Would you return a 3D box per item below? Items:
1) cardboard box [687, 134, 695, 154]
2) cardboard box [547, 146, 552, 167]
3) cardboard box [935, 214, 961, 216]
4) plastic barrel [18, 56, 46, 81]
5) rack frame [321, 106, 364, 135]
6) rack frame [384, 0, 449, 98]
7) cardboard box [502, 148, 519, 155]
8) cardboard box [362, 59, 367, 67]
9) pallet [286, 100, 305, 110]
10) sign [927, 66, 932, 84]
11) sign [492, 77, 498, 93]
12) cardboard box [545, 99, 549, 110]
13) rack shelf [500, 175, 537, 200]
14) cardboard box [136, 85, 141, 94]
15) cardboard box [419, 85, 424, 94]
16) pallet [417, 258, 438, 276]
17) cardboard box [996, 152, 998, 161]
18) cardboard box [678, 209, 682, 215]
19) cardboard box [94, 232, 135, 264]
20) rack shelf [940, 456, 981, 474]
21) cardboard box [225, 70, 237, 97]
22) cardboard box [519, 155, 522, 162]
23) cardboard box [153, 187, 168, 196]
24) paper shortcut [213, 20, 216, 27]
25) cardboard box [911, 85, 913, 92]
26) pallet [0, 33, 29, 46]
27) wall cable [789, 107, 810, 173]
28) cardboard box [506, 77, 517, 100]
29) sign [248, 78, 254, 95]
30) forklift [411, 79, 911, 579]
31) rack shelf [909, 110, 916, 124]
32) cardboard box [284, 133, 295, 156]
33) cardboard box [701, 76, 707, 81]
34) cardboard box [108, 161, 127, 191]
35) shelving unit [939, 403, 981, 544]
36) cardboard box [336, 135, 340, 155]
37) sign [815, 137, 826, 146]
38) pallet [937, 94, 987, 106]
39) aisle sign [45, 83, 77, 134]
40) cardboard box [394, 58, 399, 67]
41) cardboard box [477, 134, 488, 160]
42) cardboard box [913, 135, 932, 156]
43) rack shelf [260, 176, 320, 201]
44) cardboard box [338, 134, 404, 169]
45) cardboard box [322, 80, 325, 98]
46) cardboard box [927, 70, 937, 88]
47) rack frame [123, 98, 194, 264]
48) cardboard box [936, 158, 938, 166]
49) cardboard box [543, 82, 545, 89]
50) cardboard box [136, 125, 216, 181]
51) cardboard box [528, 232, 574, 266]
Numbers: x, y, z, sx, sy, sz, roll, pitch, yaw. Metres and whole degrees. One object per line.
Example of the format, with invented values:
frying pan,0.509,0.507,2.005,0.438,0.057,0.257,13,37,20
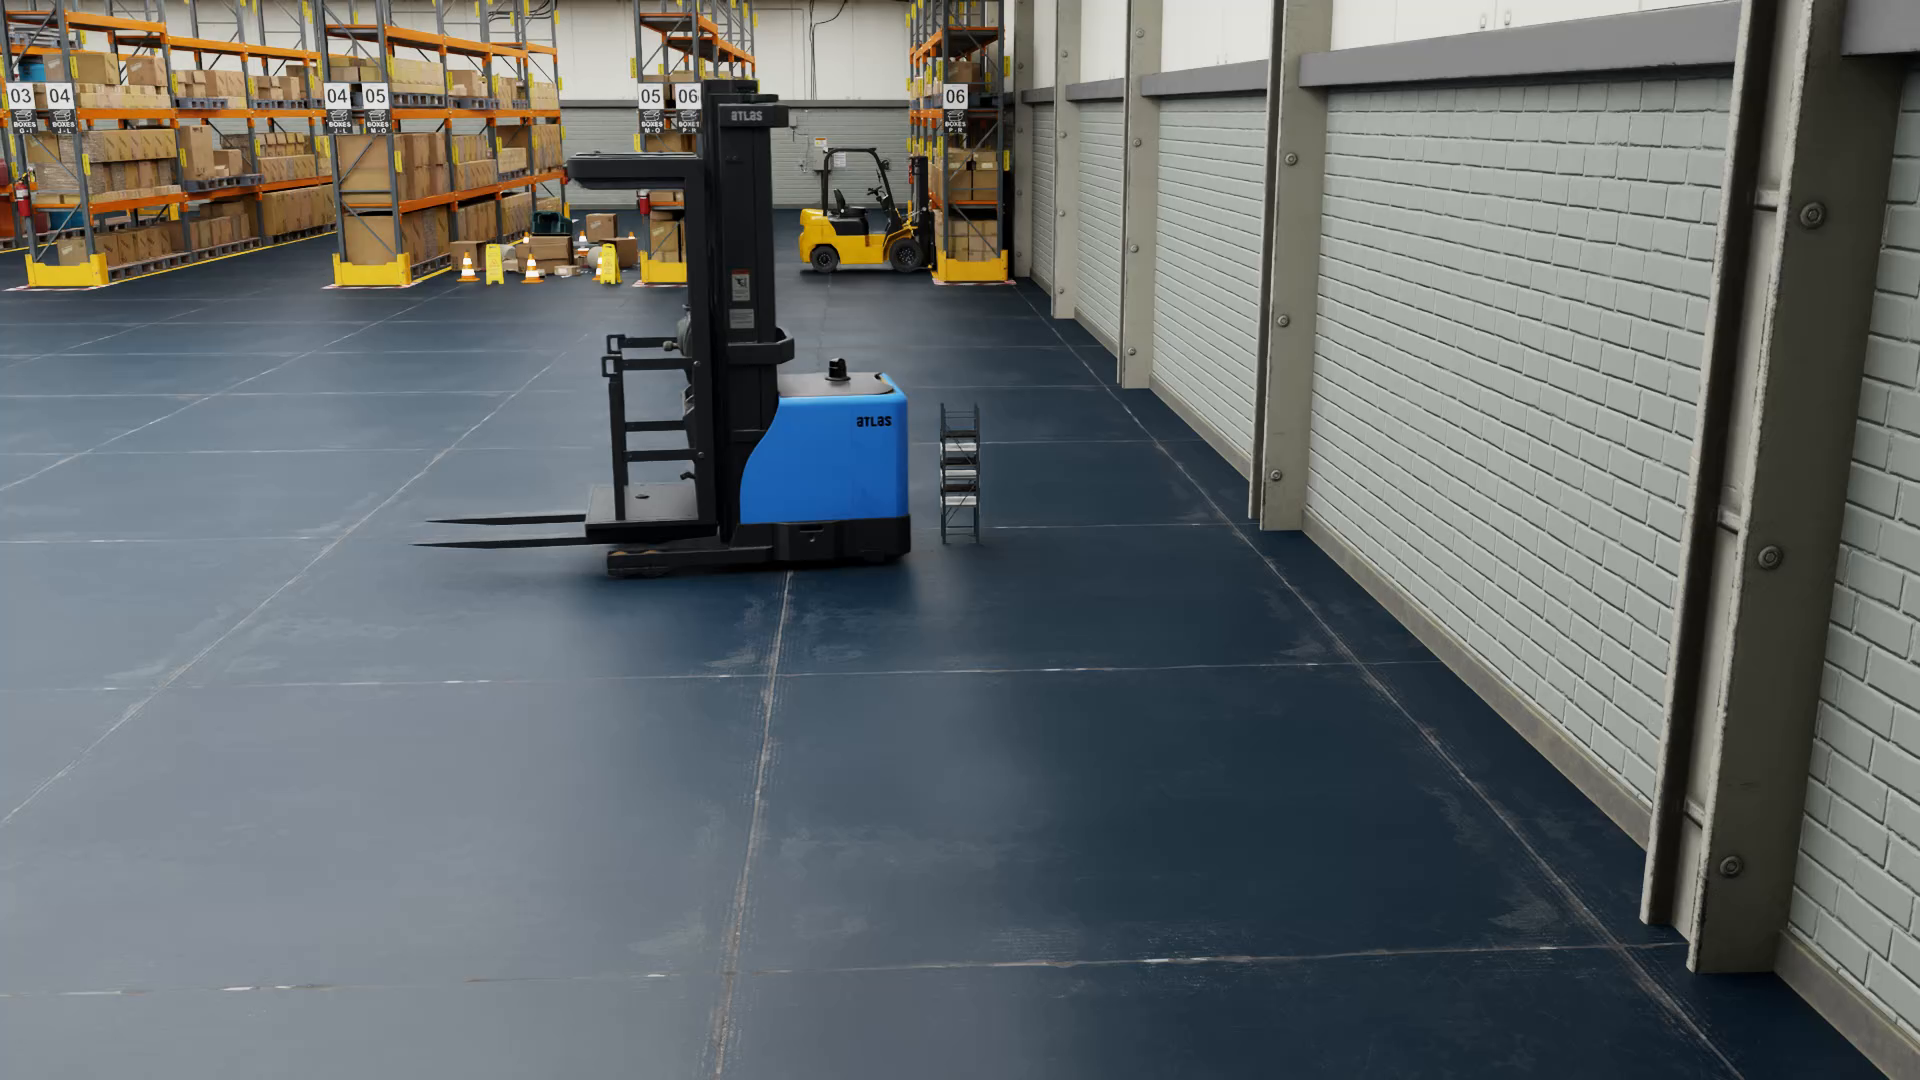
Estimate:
cardboard box,-5.039,-6.959,29.248,0.700,0.500,0.500,-1,14,-4
cardboard box,-10.292,-9.365,40.606,0.500,0.500,0.500,0,14,-1
cardboard box,-0.227,-5.702,29.838,0.500,0.250,0.500,-1,14,-5
plastic barrel,-20.058,-10.012,36.052,0.600,0.901,0.708,-1,14,-3
rack frame,-15.621,-9.607,42.345,1.000,3.000,0.127,-1,14,-3
rack frame,-9.921,-9.579,30.198,1.000,3.000,0.127,-1,14,-3
cardboard box,-10.149,-8.740,37.444,0.380,0.149,0.250,-1,14,-4
cardboard box,-10.080,-7.917,27.617,0.380,0.149,0.250,-1,14,-2
pallet,-15.267,-9.745,37.245,0.805,0.209,1.217,-1,15,-6
sign,-0.574,-8.698,31.123,0.100,0.325,0.005,-1,14,-3
sign,-9.614,-9.417,34.390,0.100,0.325,0.005,-1,14,-3
cardboard box,-10.264,-10.547,40.280,0.500,0.250,0.500,0,14,-1
rack shelf,-10.293,-7.818,36.835,1.077,0.370,4.000,-1,14,-3
cardboard box,-14.557,-7.857,29.024,0.380,0.149,0.250,0,14,-1
cardboard box,-9.484,-7.792,28.731,0.380,0.149,0.250,-1,14,-4
pallet,-9.873,-4.829,29.371,1.003,0.211,1.213,-1,14,-3
cardboard box,0.453,-6.519,28.243,0.380,0.149,0.250,0,14,-2
cardboard box,-5.219,-5.947,29.989,0.380,0.149,0.250,0,14,0
cardboard box,-14.743,-5.080,28.925,0.500,0.500,0.500,0,14,2
rack shelf,-0.001,-0.493,10.908,0.258,0.077,0.200,-1,14,-3
cardboard box,-14.804,-9.118,33.223,0.500,0.500,0.500,-1,14,-4
cardboard box,-10.165,-8.666,37.753,0.380,0.149,0.250,0,14,-1
cardboard box,-14.483,-6.266,29.865,0.380,0.149,0.250,-1,14,-3
paper shortcut,-15.732,-10.911,35.092,0.009,0.170,0.078,9,-17,-6
cardboard box,-0.948,-10.489,38.615,0.380,0.149,0.250,0,14,-2
pallet,-20.083,-10.341,34.340,1.213,0.211,1.003,-1,14,-3
wall cable,-4.688,-11.679,48.358,0.588,1.984,0.122,-1,14,-3
cardboard box,-10.503,-10.272,37.867,0.700,0.500,0.500,-1,14,-3
sign,-14.584,-9.328,34.205,0.100,0.325,0.005,-1,14,-3
forklift,-1.876,-1.324,10.291,3.031,2.935,1.130,-2,15,-10
rack shelf,-0.653,-10.444,41.024,1.077,0.370,4.000,-1,14,-3
cardboard box,-15.295,-8.817,37.060,0.797,0.503,0.637,-1,14,-3
cardboard box,-4.484,-7.779,28.123,0.380,0.149,0.250,-1,14,-4
cardboard box,-14.775,-6.205,28.325,0.875,0.500,0.500,-1,14,-3
shelving unit,-0.001,-0.438,10.922,0.258,0.900,0.210,-1,14,-3
cardboard box,-15.329,-9.924,41.778,0.500,0.500,0.500,-1,14,-3
sign,-4.065,-11.609,48.468,0.339,0.242,0.001,-1,14,-3
pallet,0.118,-7.749,29.280,1.003,0.211,1.213,-1,14,-3
aisle sign,-14.327,-6.876,26.514,0.394,0.787,0.004,-1,14,-3
cardboard box,-9.391,-7.798,27.157,0.380,0.149,0.250,-1,14,-3
cardboard box,-10.151,-8.090,34.241,0.700,0.500,0.500,-1,14,-4
cardboard box,-0.924,-9.782,41.225,0.500,0.500,0.500,-1,14,-2
rack shelf,-15.250,-7.766,36.635,1.077,0.370,4.000,-1,14,-3
cardboard box,-9.658,-6.368,27.287,0.875,0.550,0.550,-1,14,-3
cardboard box,-15.401,-10.825,39.814,0.700,0.500,0.500,0,14,-1
cardboard box,-0.416,-9.164,33.359,0.500,0.500,0.500,-1,14,-2
rack frame,-14.878,-6.623,30.746,1.000,3.000,0.127,-1,14,-3
cardboard box,-0.225,-6.814,29.986,0.380,0.149,0.250,-1,14,-5
cardboard box,-10.277,-11.012,40.285,0.380,0.149,0.250,-1,14,-5
cardboard box,-14.787,-7.316,31.395,1.000,1.000,1.000,-1,14,-3
cardboard box,-7.441,-5.268,30.218,0.797,0.637,0.503,-1,14,-3
